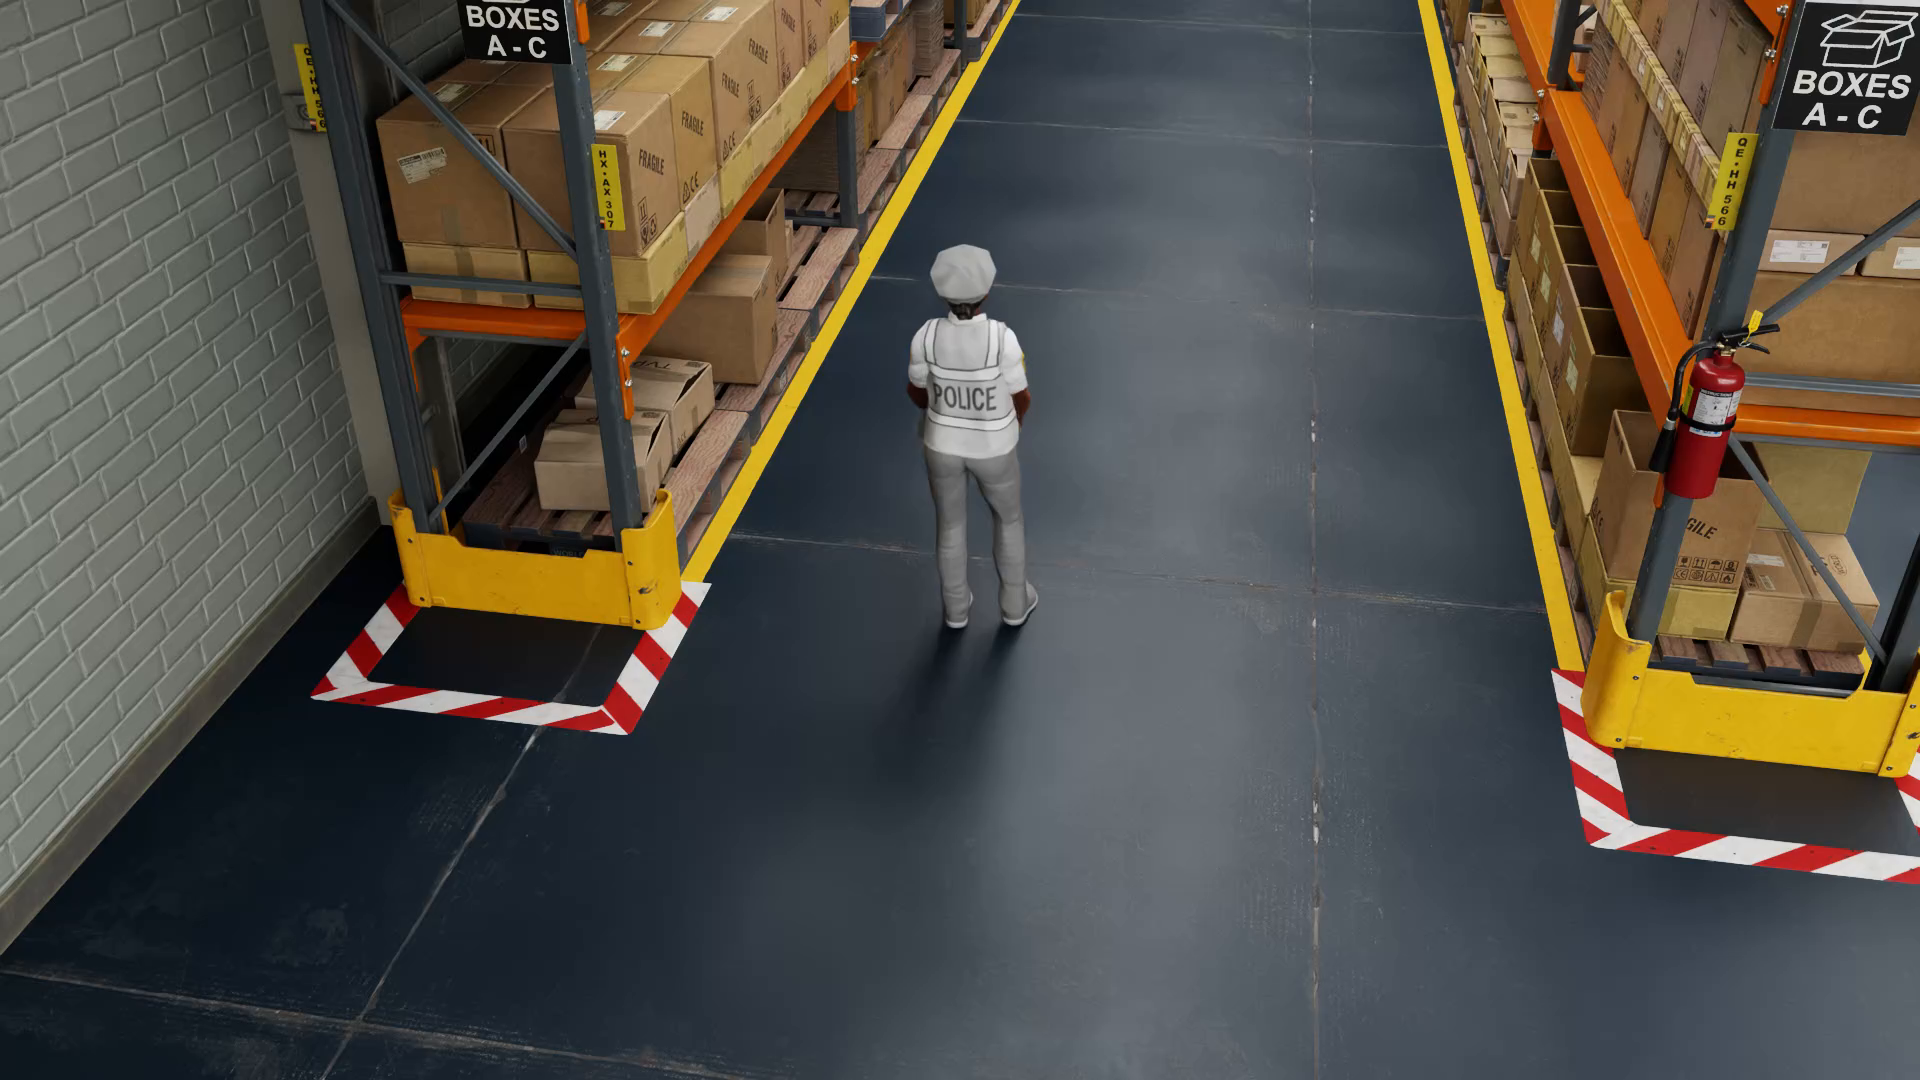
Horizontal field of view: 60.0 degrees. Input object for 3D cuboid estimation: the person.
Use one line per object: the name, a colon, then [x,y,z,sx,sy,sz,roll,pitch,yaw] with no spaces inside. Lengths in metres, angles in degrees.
person: [0.058,-0.408,6.748,0.535,1.698,0.435,5,33,8]
